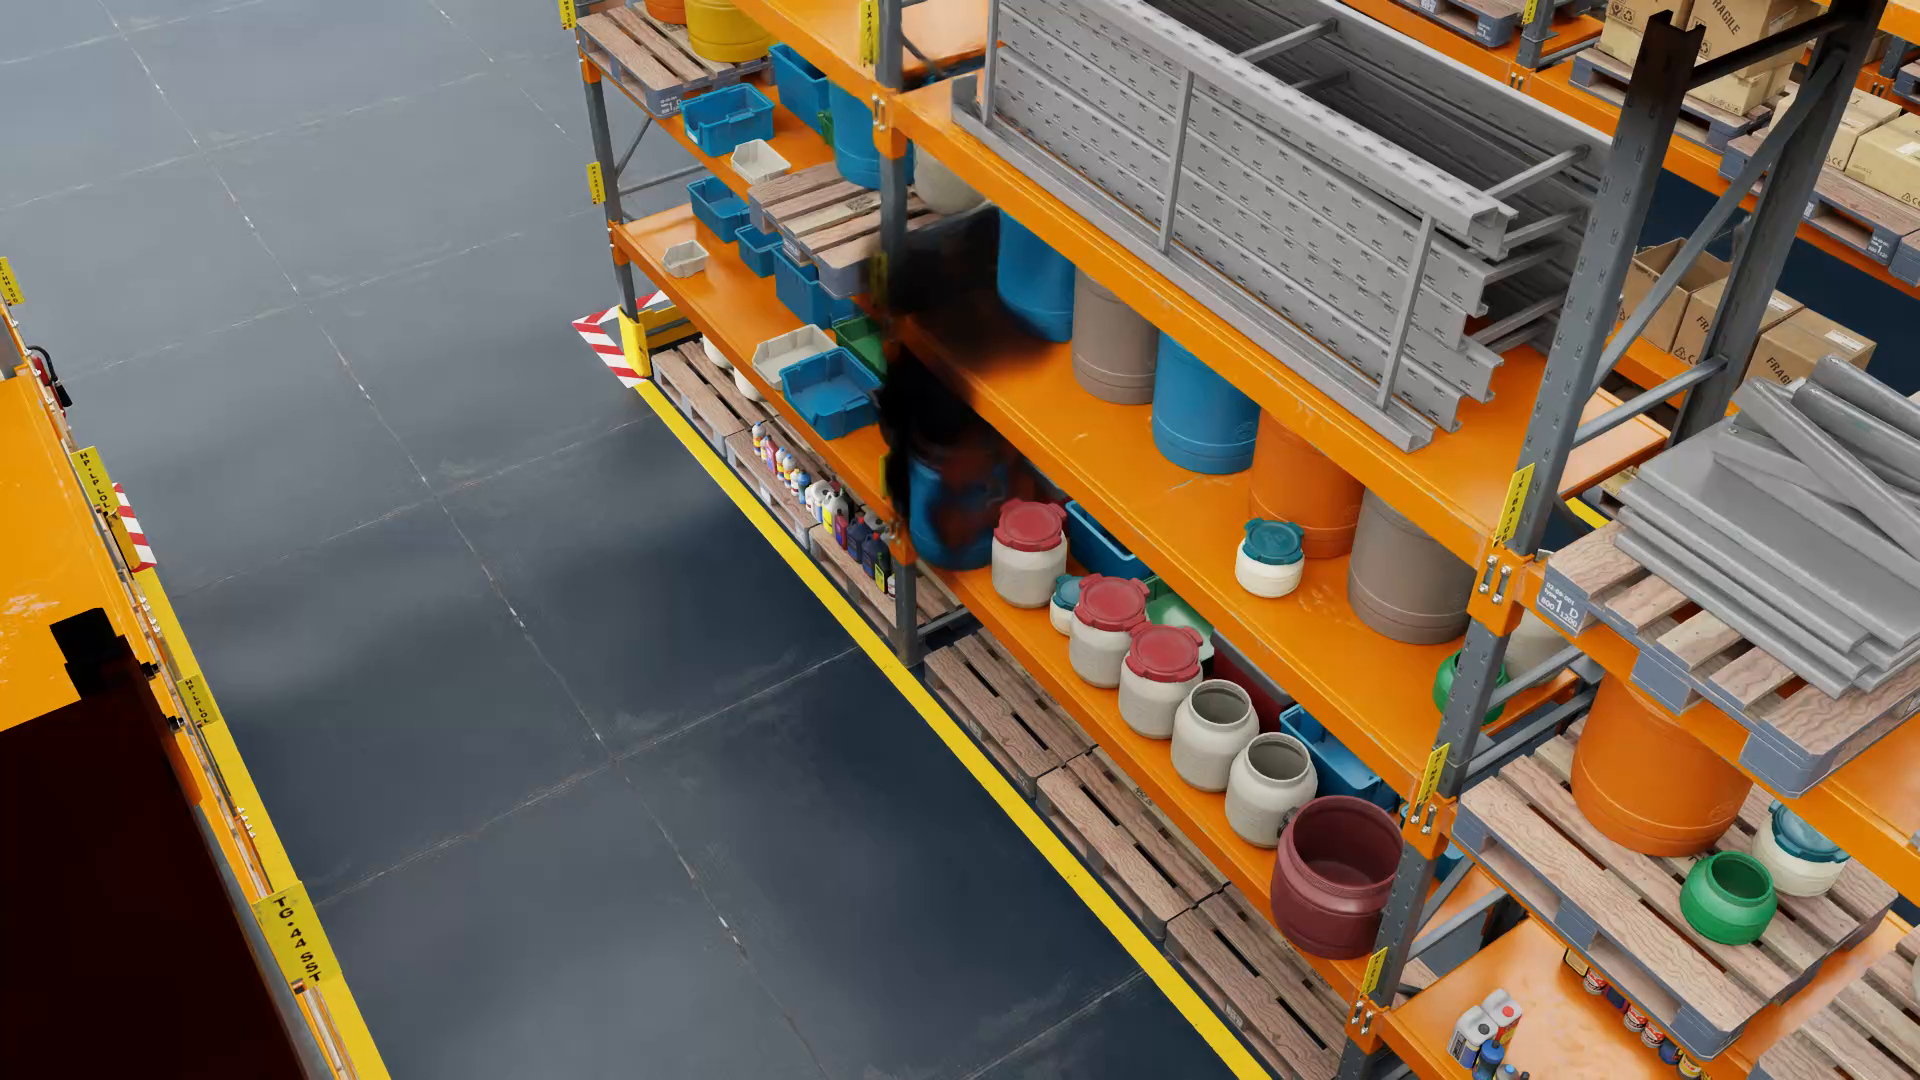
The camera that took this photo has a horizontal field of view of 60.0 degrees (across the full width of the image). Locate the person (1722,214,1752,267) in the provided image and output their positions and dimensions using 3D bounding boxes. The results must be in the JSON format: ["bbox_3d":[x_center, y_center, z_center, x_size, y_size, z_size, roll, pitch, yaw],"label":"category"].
[{"bbox_3d":[6.153,-2.050,12.857,0.598,1.554,0.522,33,52,30],"label":"person"}]
